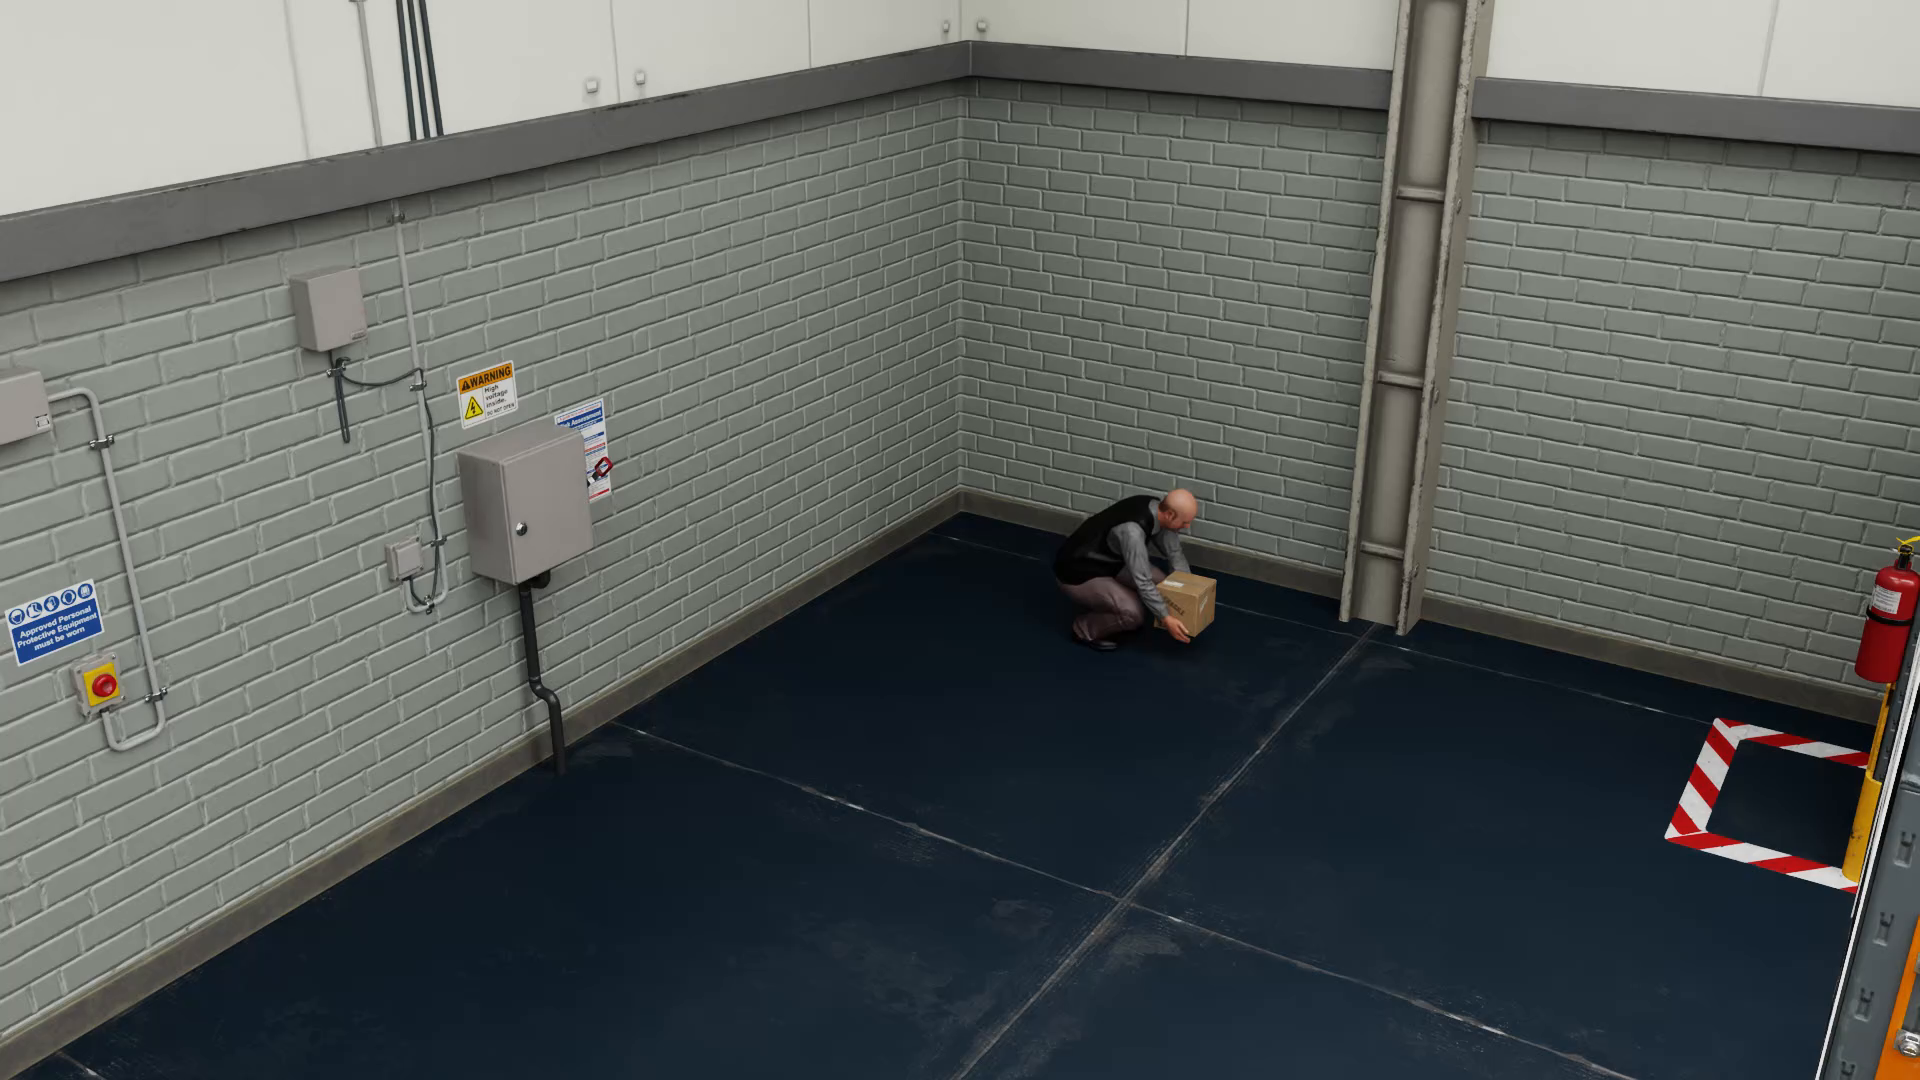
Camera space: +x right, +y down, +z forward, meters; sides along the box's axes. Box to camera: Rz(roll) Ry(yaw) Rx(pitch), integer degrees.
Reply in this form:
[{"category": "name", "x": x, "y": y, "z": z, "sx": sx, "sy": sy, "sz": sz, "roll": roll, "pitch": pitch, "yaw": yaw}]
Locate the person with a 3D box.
[{"category": "person", "x": 0.959, "y": 0.136, "z": 9.291, "sx": 0.869, "sy": 0.966, "sz": 0.530, "roll": 14, "pitch": 27, "yaw": 29}]
